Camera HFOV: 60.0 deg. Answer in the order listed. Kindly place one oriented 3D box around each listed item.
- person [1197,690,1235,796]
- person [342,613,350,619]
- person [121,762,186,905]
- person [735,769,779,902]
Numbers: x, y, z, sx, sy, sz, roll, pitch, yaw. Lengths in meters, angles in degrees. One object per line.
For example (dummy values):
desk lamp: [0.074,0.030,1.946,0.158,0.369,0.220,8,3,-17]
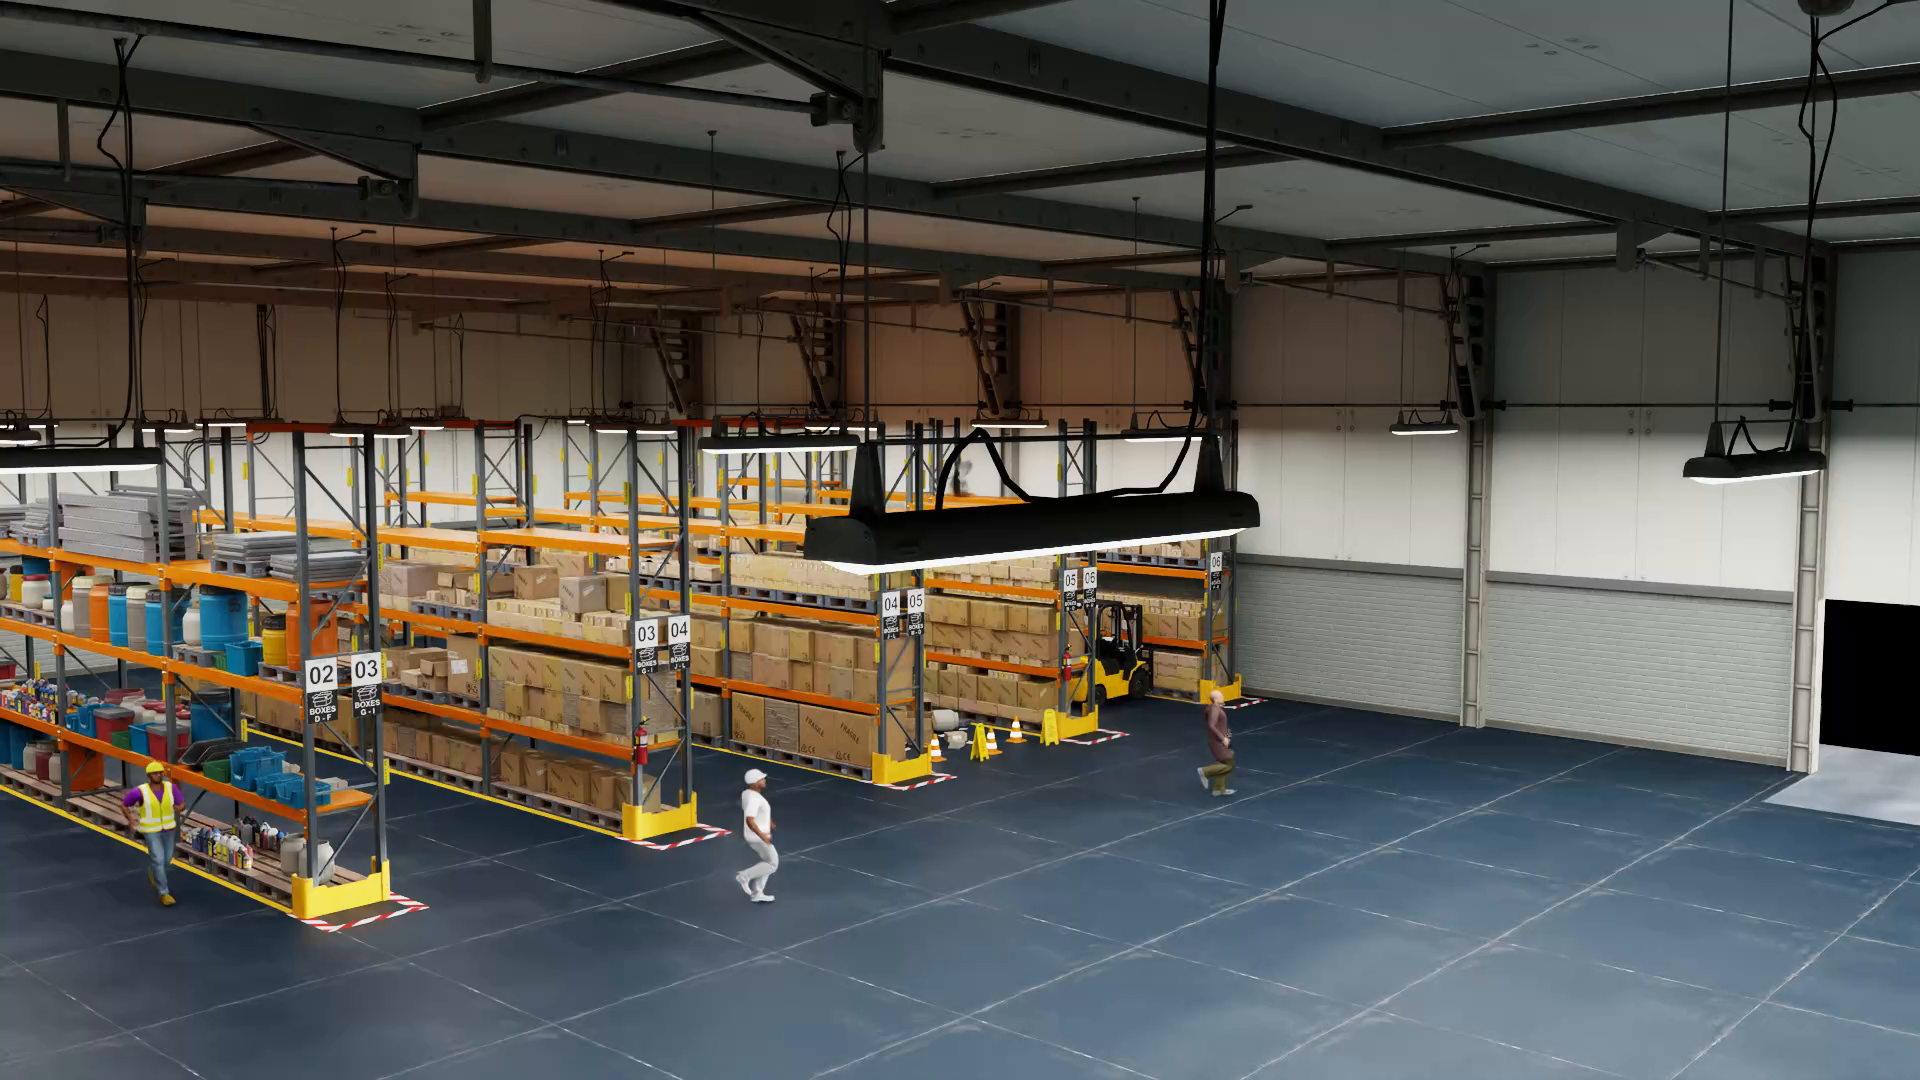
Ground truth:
person: [4.132,3.283,26.885,0.630,1.730,0.724,0,5,-1]
person: [-13.872,2.483,37.369,0.607,1.701,0.706,-3,5,-28]
person: [-10.223,3.693,21.196,0.990,1.747,0.706,4,6,41]
person: [-2.596,3.756,21.118,0.577,1.713,0.718,-1,5,-17]
